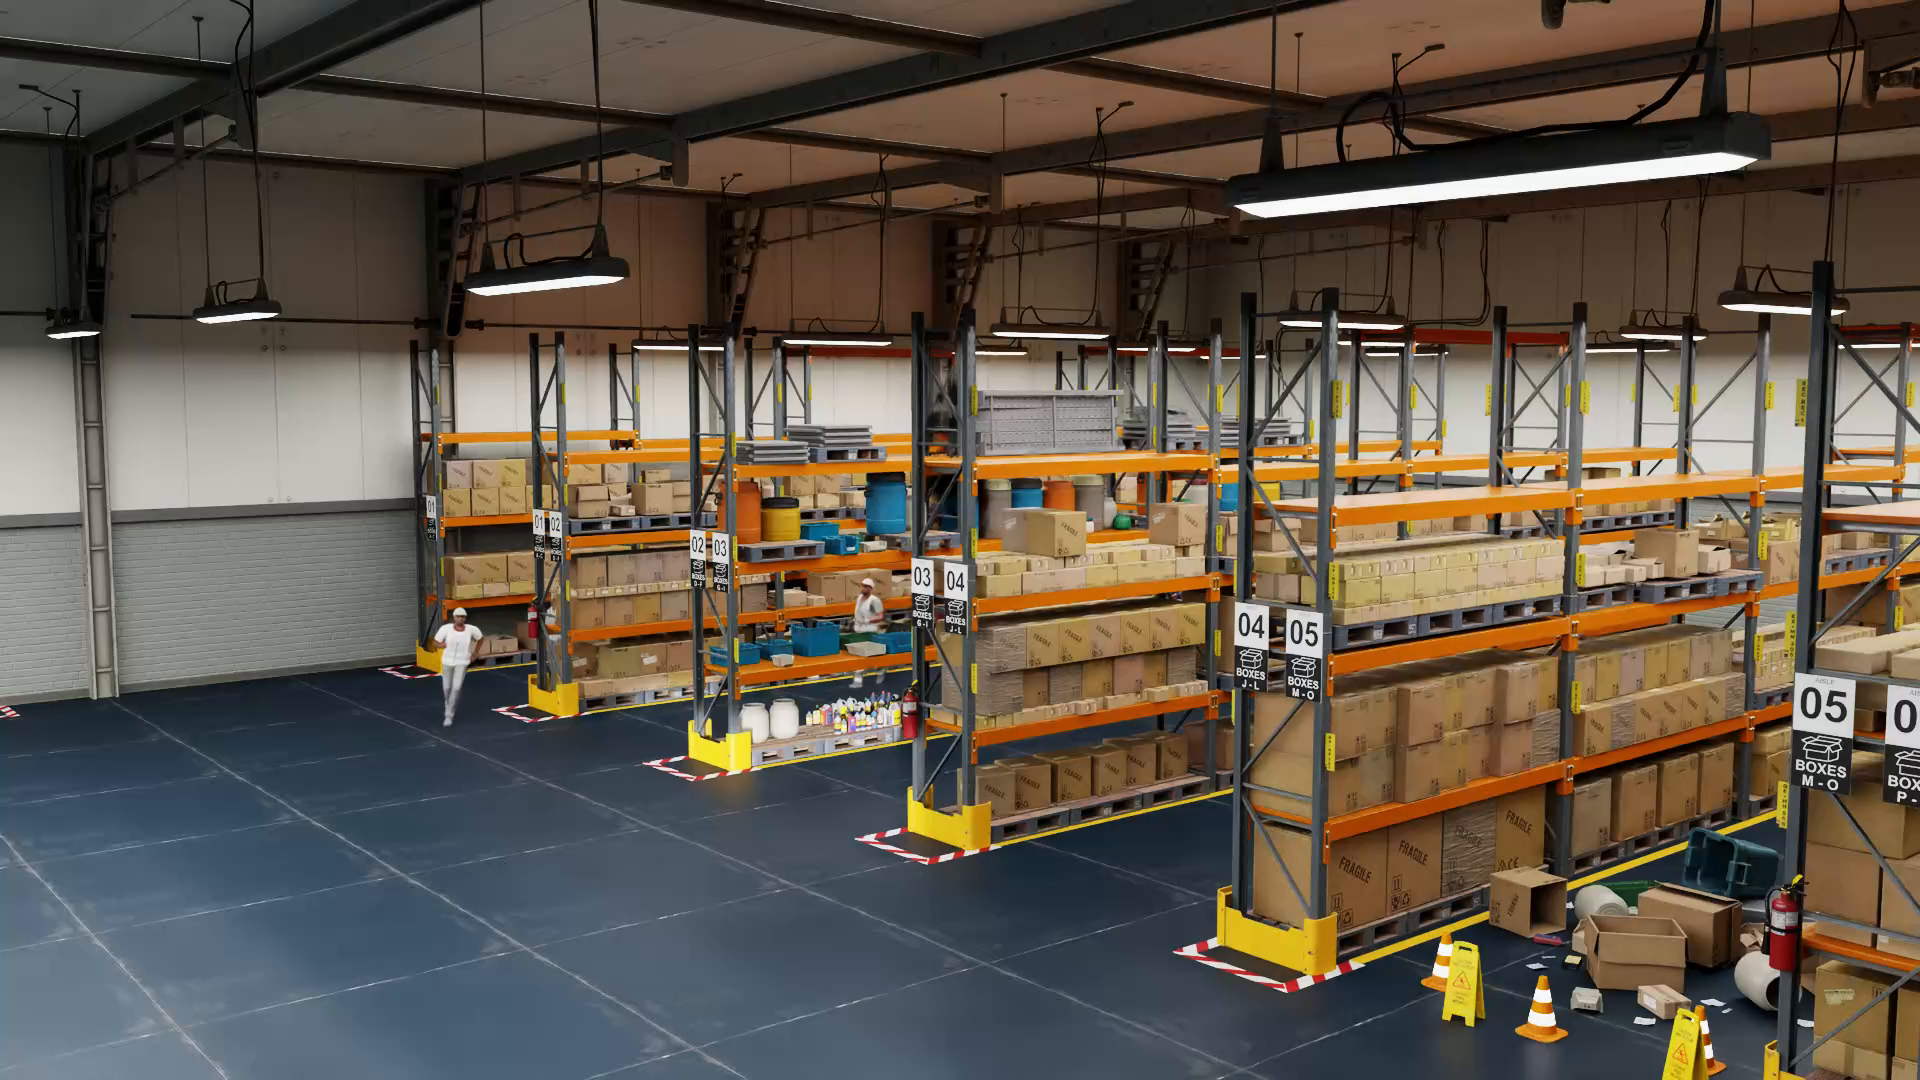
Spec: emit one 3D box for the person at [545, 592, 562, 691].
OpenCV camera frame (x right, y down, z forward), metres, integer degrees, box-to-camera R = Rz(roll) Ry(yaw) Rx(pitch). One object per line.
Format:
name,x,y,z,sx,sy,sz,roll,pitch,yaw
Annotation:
person,-6.857,1.718,28.337,0.578,1.684,0.782,2,6,23

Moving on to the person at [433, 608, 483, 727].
person,-7.728,1.921,25.576,0.706,1.779,0.874,-1,5,-6

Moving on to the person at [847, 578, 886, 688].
person,-1.531,1.504,26.946,0.668,1.769,0.779,4,7,40

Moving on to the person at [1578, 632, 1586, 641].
person,9.083,2.129,24.320,0.745,1.555,0.560,-4,6,-34
